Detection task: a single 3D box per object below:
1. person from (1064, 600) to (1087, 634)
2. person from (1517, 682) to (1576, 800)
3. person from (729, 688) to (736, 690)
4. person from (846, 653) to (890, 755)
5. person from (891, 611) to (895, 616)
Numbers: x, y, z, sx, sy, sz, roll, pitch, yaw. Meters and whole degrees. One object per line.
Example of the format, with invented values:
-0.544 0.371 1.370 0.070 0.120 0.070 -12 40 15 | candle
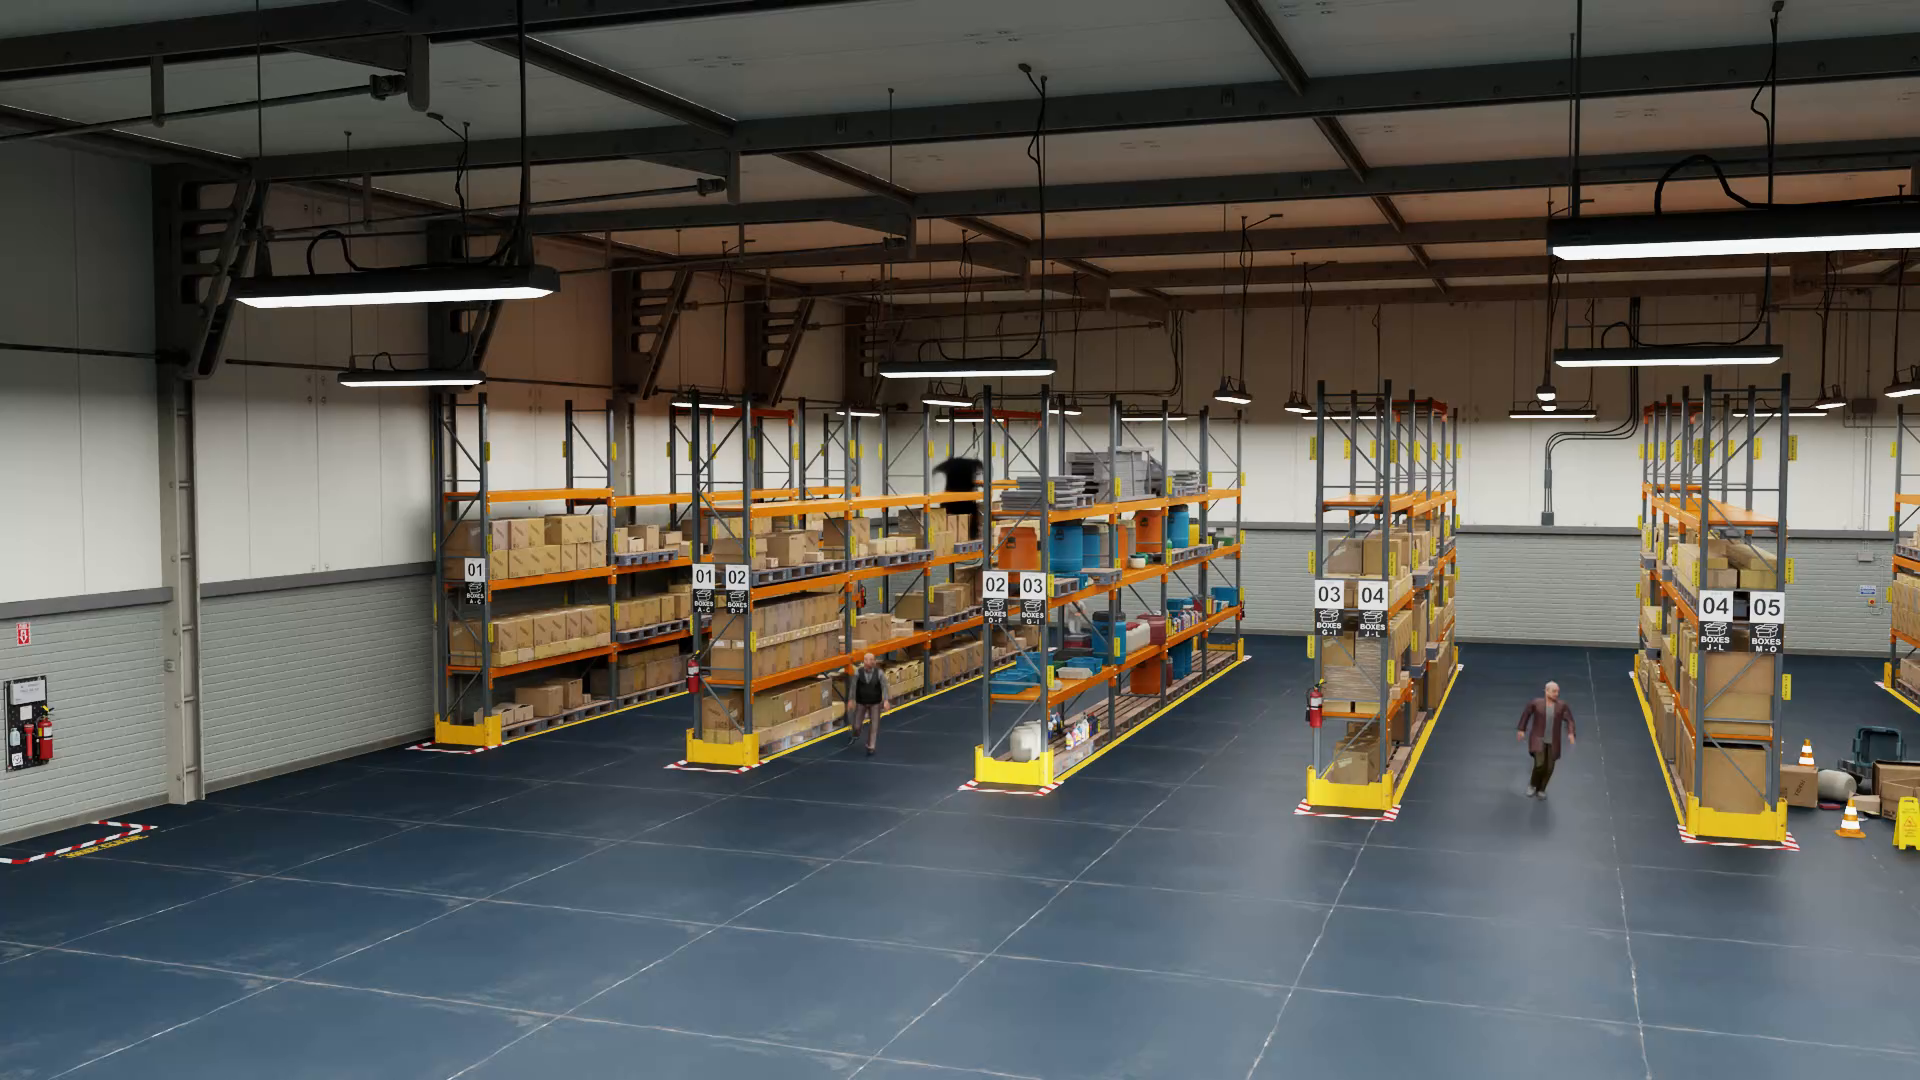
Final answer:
2.845 2.051 41.051 0.599 1.624 0.959 1 3 10 | person
8.360 2.865 23.634 0.704 1.723 0.828 0 3 4 | person
-4.110 2.587 30.568 0.606 1.638 0.880 0 3 7 | person
-1.530 2.696 27.504 0.725 1.692 0.635 0 3 -4 | person
-1.334 2.156 38.927 0.577 1.560 0.734 1 3 11 | person
